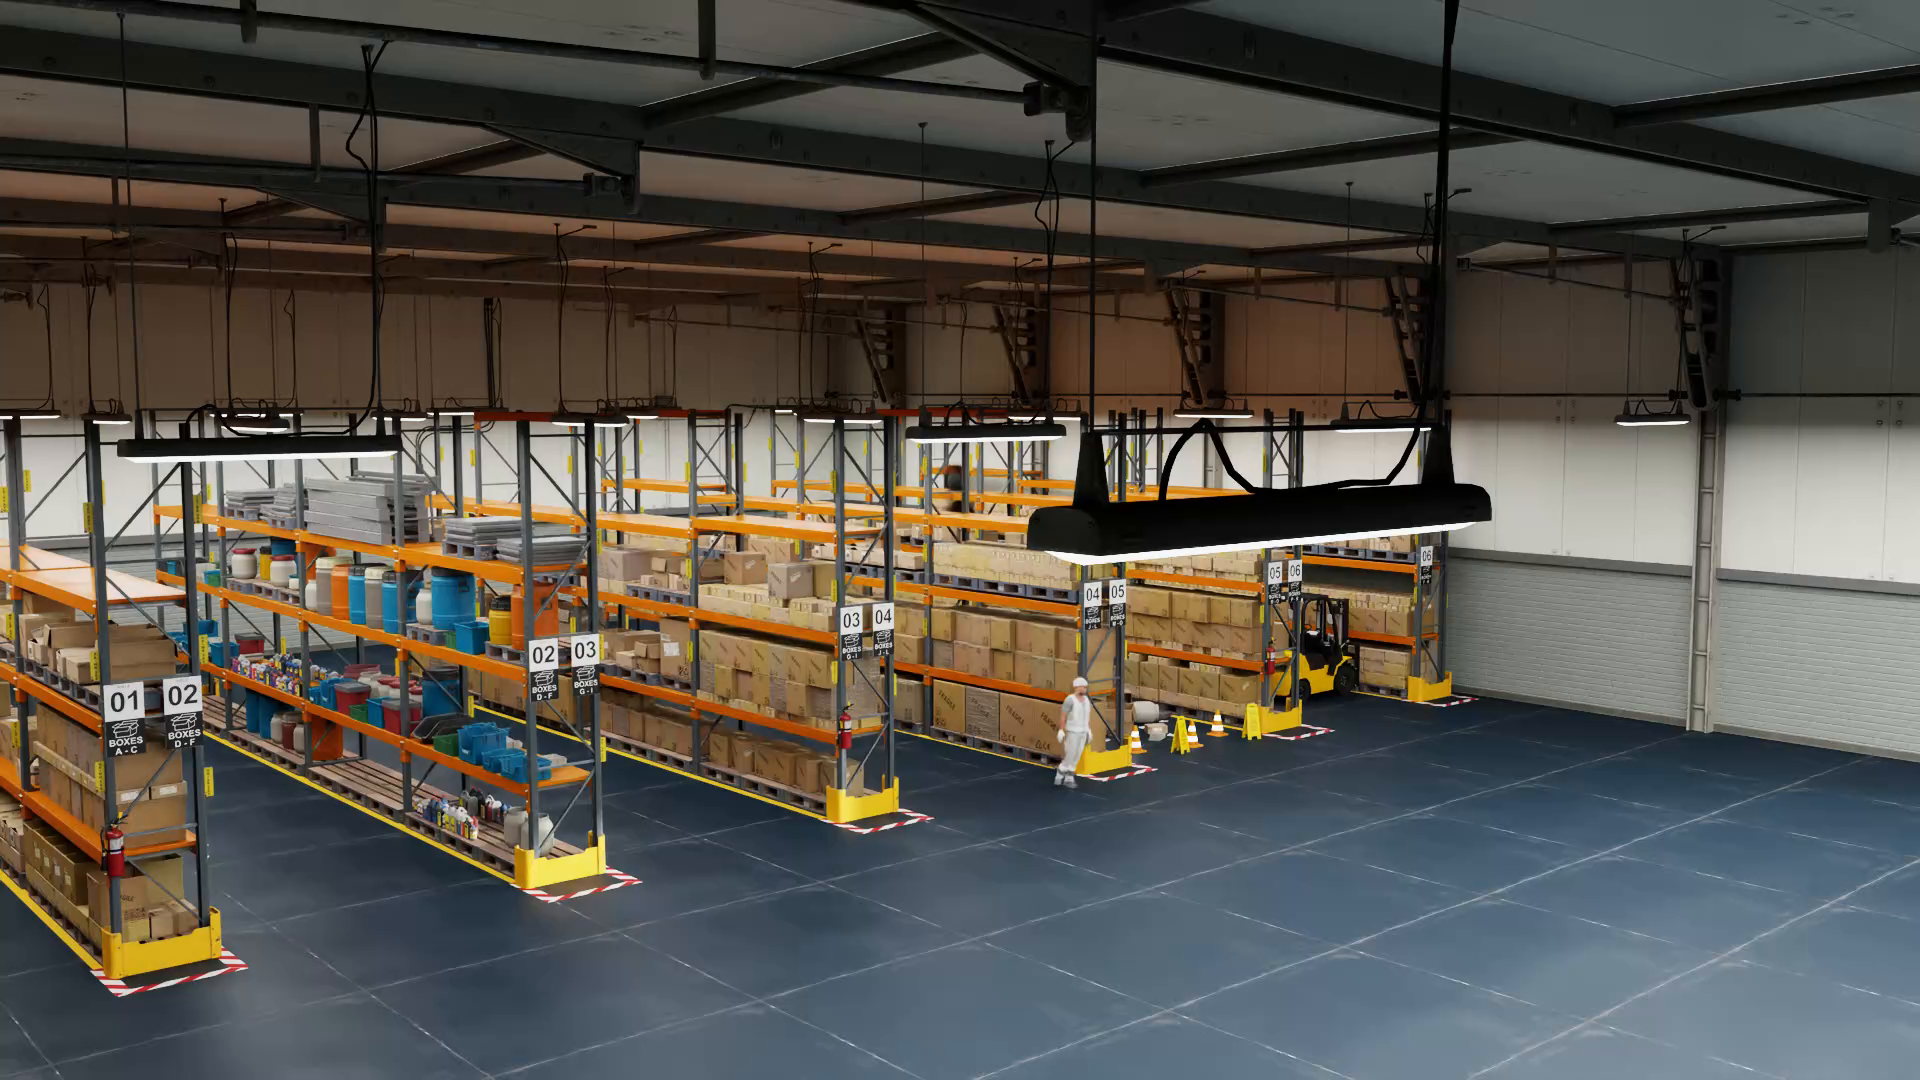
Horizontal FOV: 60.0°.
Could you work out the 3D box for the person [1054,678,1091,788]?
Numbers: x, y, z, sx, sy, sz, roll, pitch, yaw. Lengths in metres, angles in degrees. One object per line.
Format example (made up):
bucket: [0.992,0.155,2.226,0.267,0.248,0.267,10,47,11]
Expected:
person: [1.806,3.112,26.770,0.669,1.804,0.458,-5,7,-43]
